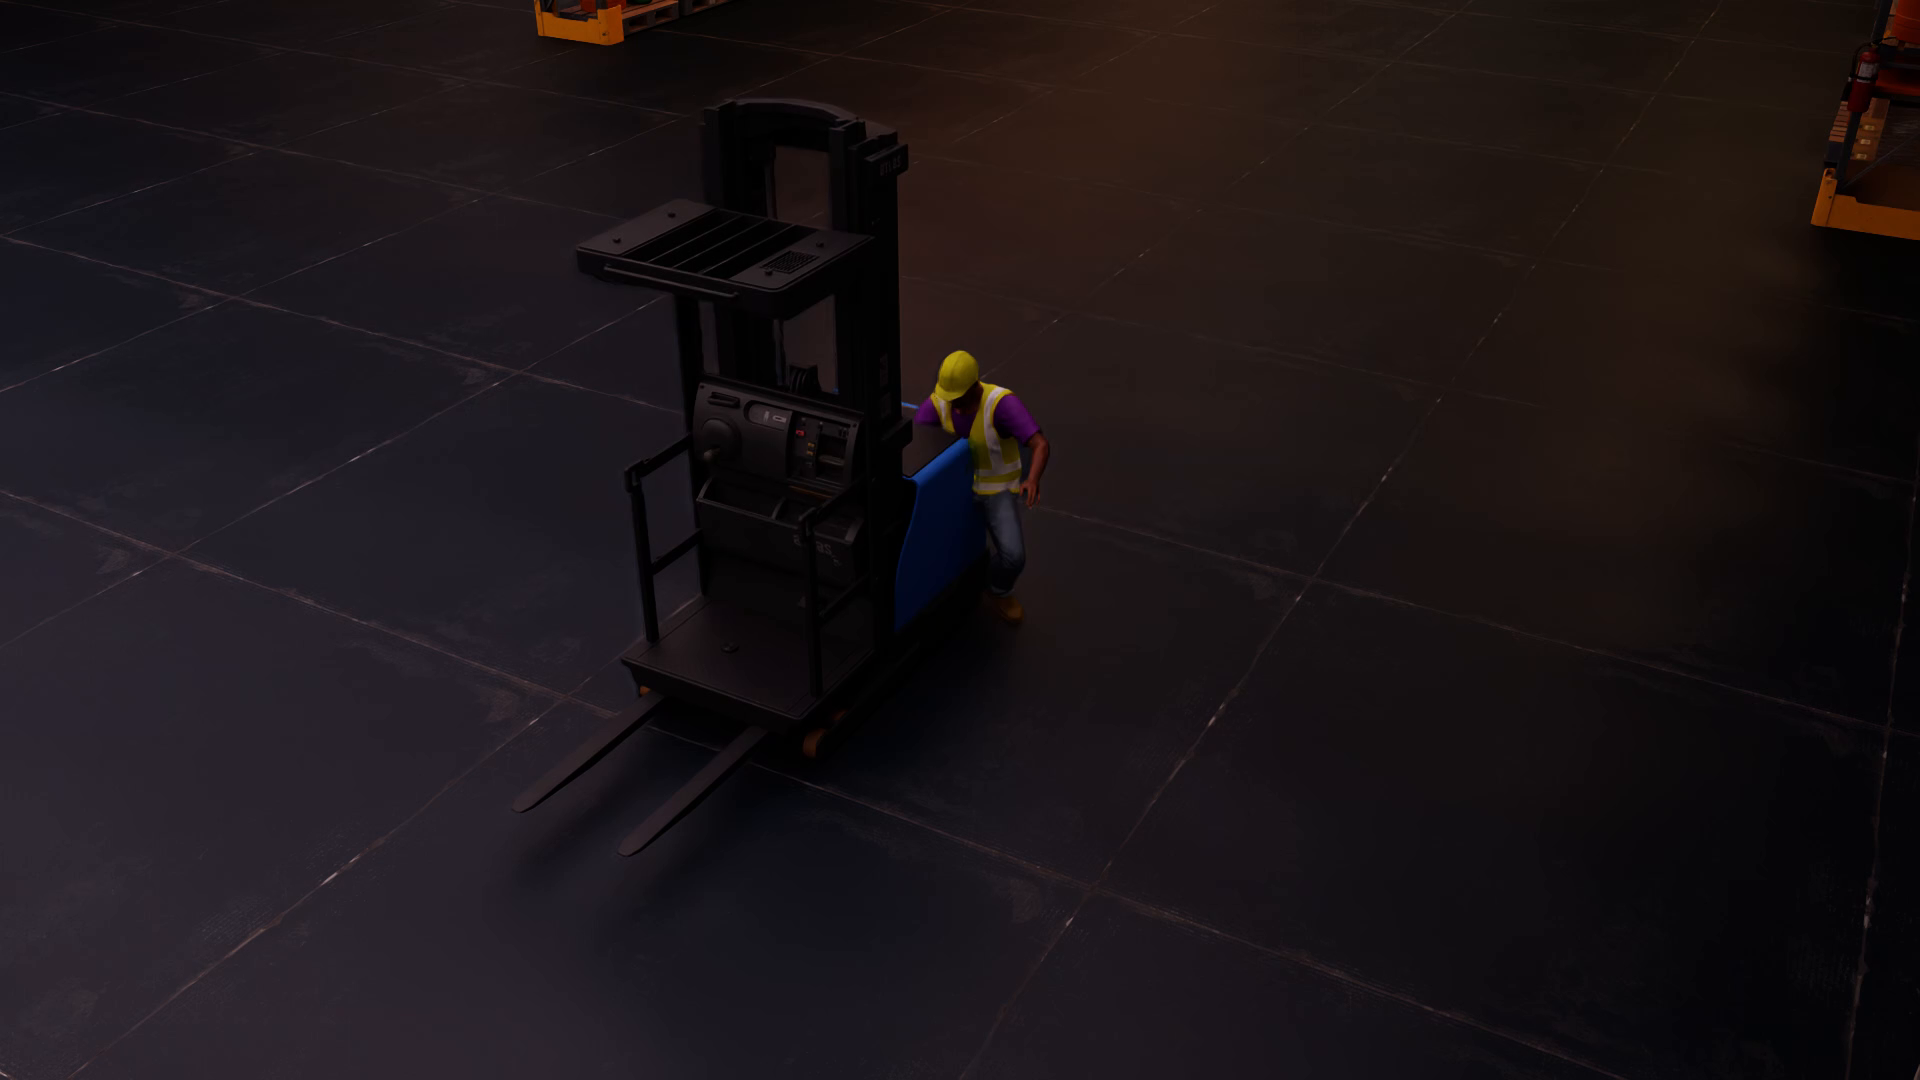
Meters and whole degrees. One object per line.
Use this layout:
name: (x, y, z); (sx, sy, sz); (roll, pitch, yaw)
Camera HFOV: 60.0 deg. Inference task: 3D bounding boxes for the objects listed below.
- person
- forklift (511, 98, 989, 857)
person: (0.030, -0.266, 8.883); (0.997, 1.522, 0.730); (13, 32, 21)
forklift: (-0.993, -0.450, 7.850); (1.130, 2.935, 3.031); (16, 33, 25)
